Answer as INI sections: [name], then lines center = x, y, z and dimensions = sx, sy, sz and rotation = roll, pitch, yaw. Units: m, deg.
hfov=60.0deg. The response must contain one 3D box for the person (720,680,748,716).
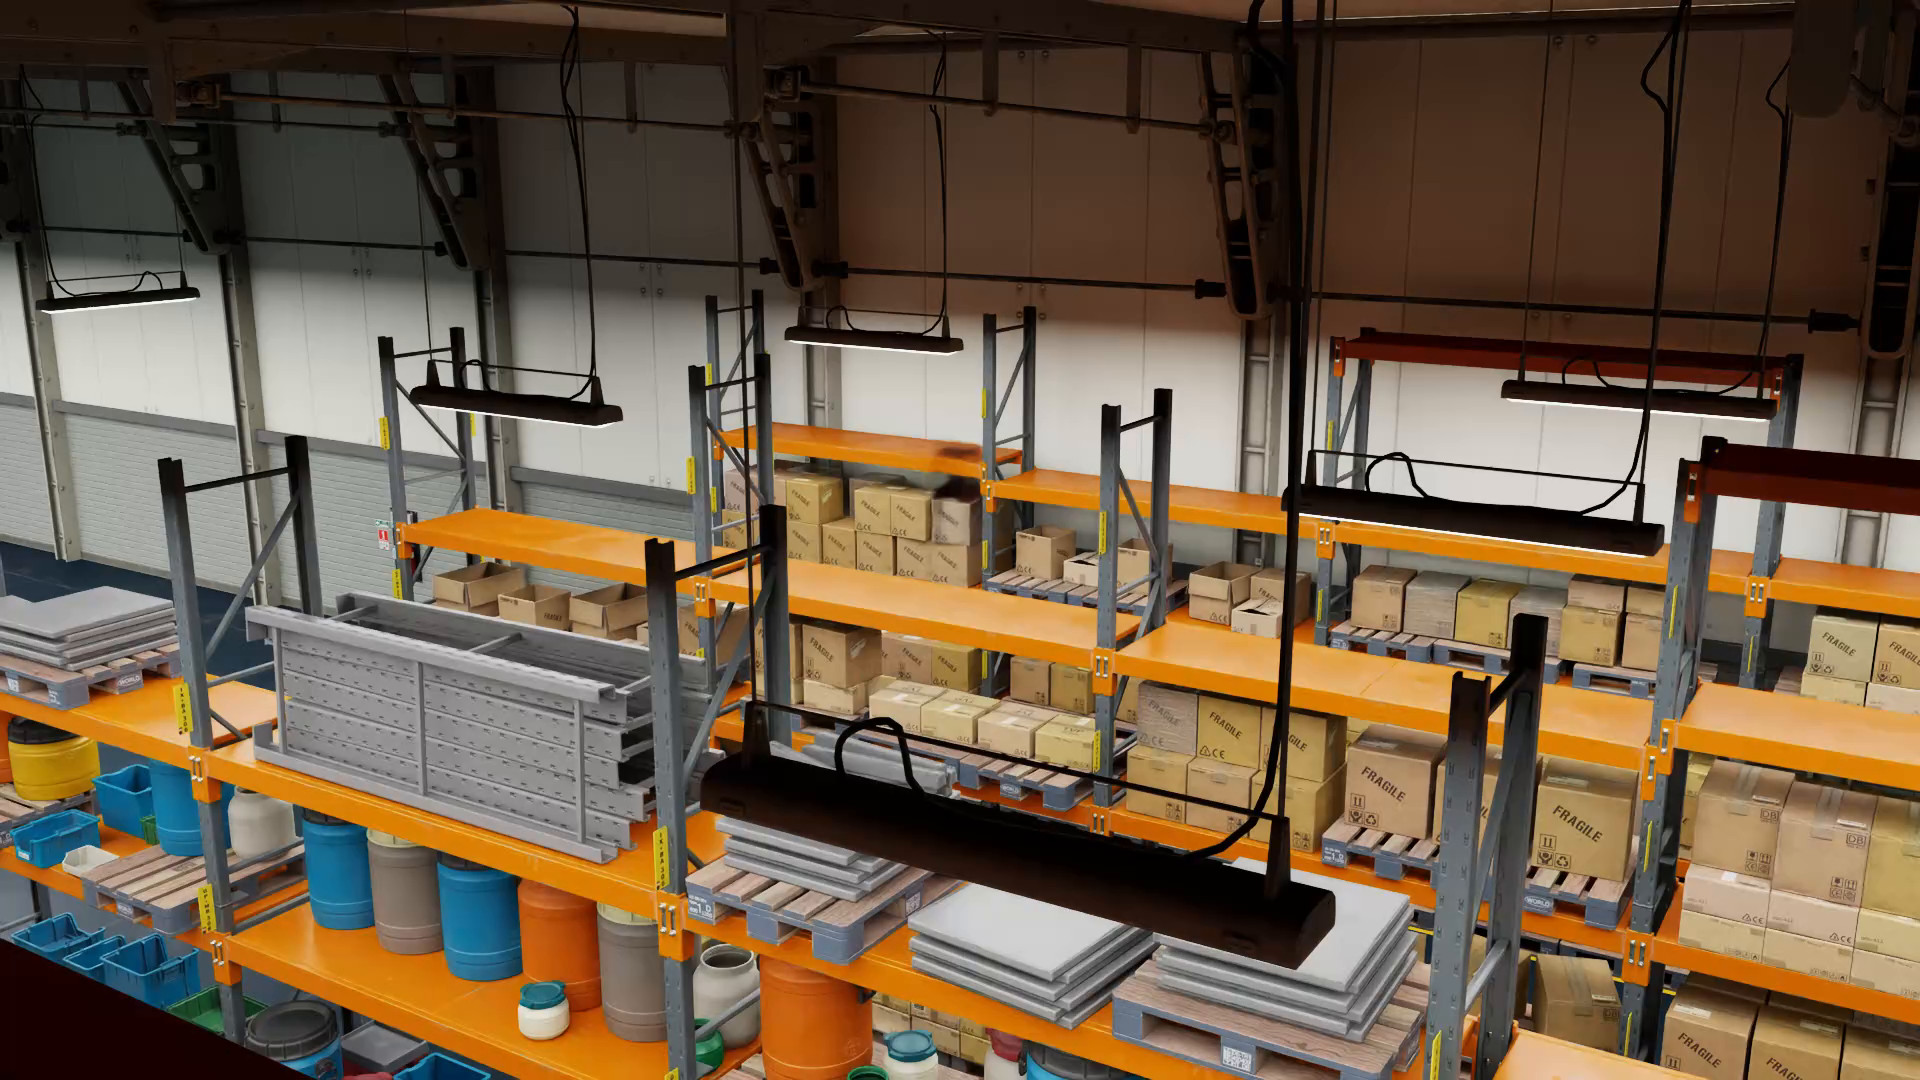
[person]
center = -2.590, 2.488, 19.546
dimensions = 0.639, 1.825, 0.420
rotation = 0, 14, 0
